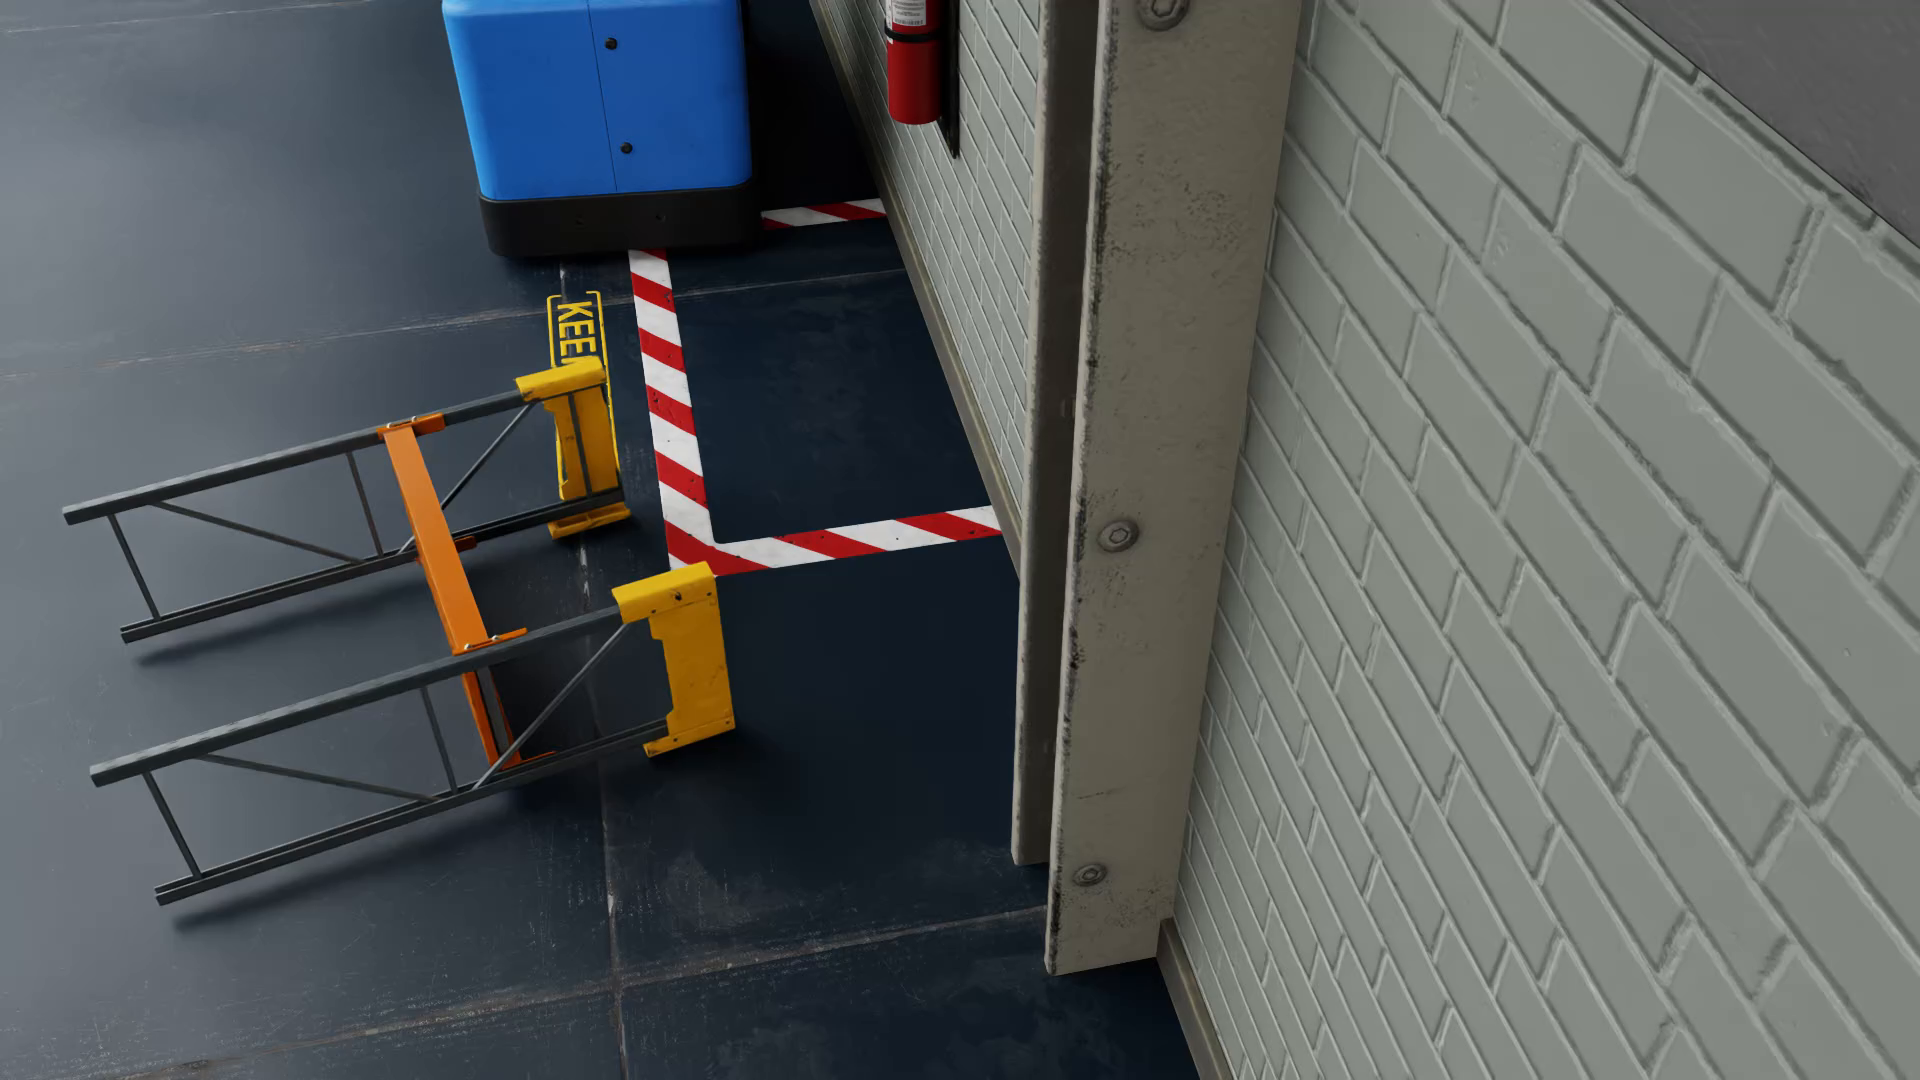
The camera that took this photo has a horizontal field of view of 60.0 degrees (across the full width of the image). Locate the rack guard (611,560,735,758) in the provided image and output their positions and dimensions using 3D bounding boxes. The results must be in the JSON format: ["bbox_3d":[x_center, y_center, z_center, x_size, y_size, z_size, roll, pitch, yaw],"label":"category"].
[{"bbox_3d":[-0.754,0.324,4.420,0.250,0.587,0.087,-17,44,-18],"label":"rack guard"}]

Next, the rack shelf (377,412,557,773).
[{"bbox_3d":[-1.373,0.147,4.622,0.185,0.538,1.000,-17,44,-18],"label":"rack shelf"}]

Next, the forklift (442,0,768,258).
[{"bbox_3d":[-1.472,-3.153,6.594,1.130,2.935,3.031,-5,42,-5],"label":"forklift"}]

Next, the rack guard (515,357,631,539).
[{"bbox_3d":[-1.179,-0.274,5.094,0.250,0.587,0.087,-17,44,-18],"label":"rack guard"}]

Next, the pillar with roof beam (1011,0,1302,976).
[{"bbox_3d":[-3.878,-1.836,0.539,9.100,9.000,0.400,-8,42,-9],"label":"pillar with roof beam"}]

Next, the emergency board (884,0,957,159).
[{"bbox_3d":[-0.171,-1.816,5.037,0.194,1.169,0.643,-8,42,-9],"label":"emergency board"}]

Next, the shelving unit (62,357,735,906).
[{"bbox_3d":[-1.532,0.204,4.559,1.500,0.587,1.083,-17,44,-18],"label":"shelving unit"}]

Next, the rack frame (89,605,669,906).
[{"bbox_3d":[-1.319,0.503,4.221,1.500,0.500,0.032,-17,44,-18],"label":"rack frame"}]

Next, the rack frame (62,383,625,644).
[{"bbox_3d":[-1.753,-0.107,4.909,1.500,0.500,0.032,-17,44,-18],"label":"rack frame"}]
